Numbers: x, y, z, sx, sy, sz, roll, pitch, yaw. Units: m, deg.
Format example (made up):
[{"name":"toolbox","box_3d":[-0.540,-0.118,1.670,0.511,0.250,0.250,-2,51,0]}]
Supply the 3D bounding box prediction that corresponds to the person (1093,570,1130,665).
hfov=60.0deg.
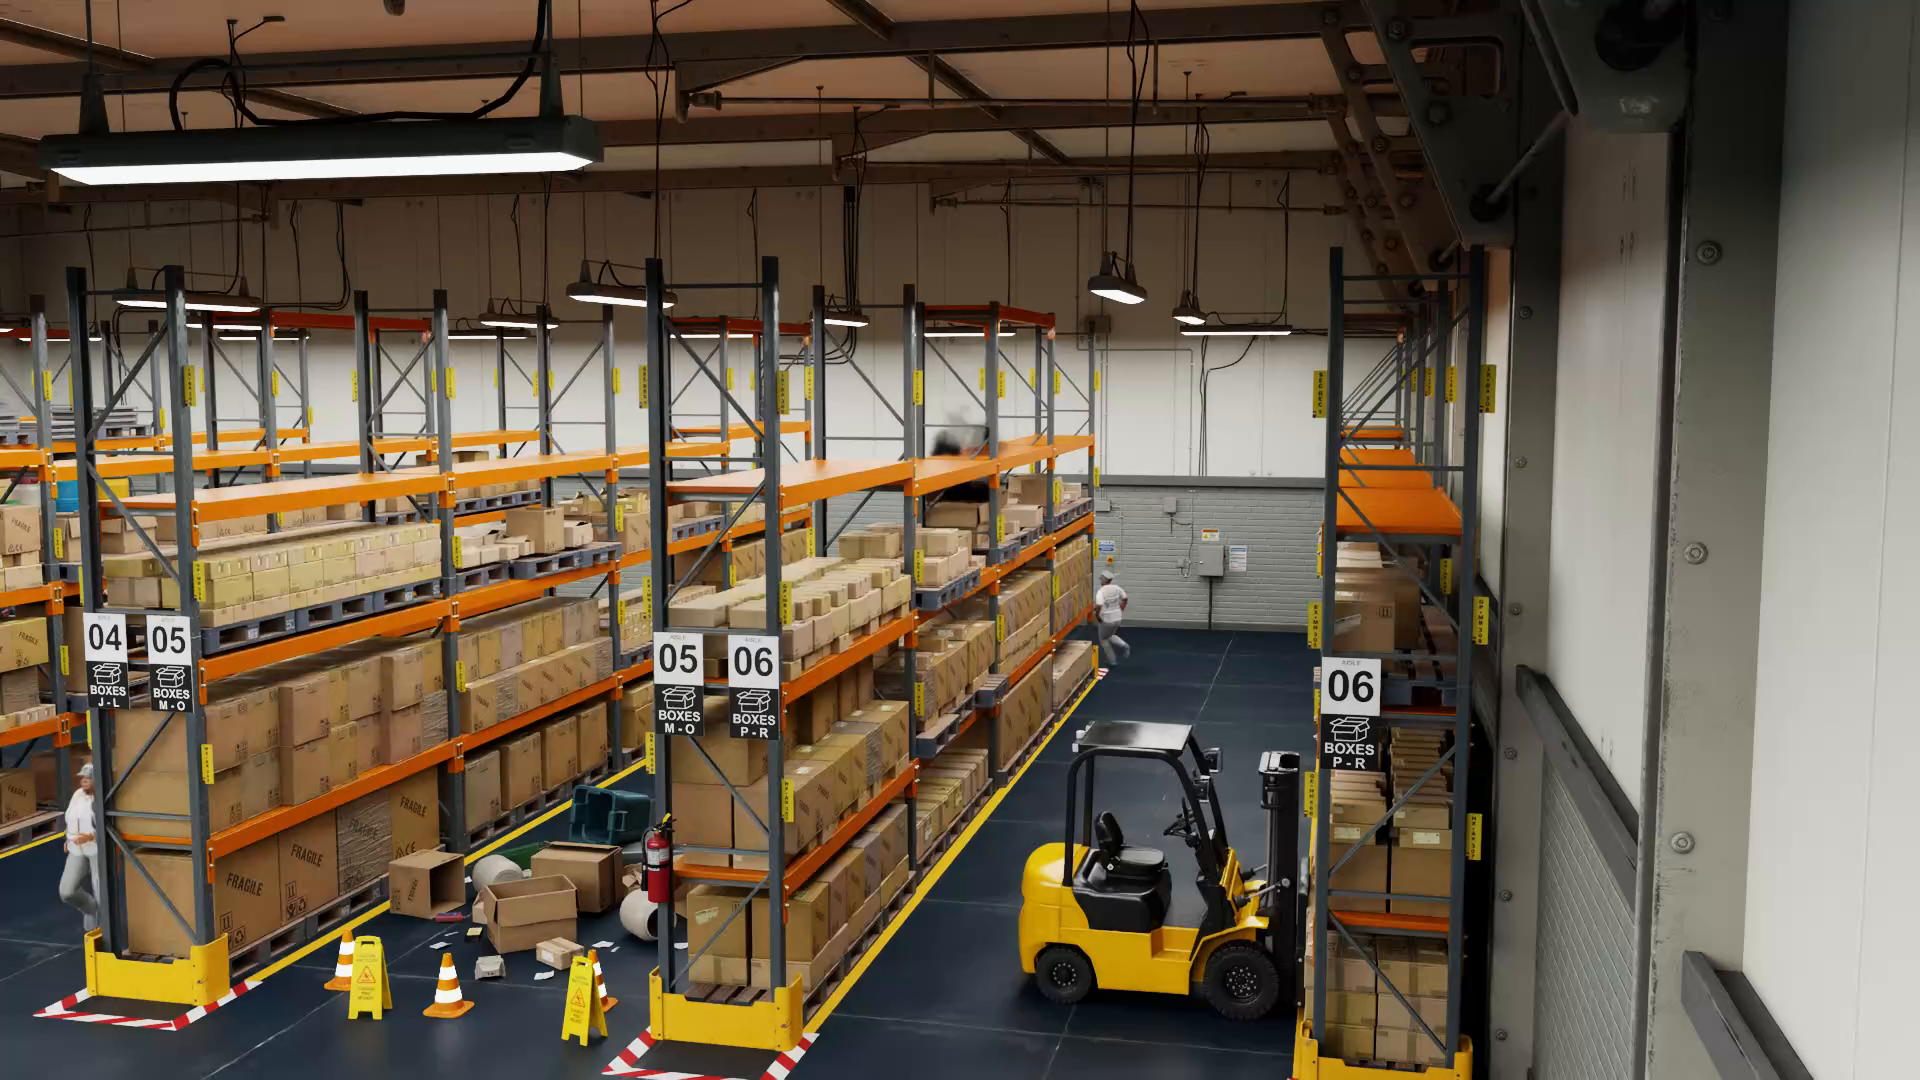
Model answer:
[{"name":"person","box_3d":[2.596,1.370,29.149,0.698,1.708,0.572,-5,7,-39]}]

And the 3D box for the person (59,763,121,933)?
[{"name":"person","box_3d":[-7.884,2.831,15.058,0.586,1.629,0.583,0,6,5]}]
